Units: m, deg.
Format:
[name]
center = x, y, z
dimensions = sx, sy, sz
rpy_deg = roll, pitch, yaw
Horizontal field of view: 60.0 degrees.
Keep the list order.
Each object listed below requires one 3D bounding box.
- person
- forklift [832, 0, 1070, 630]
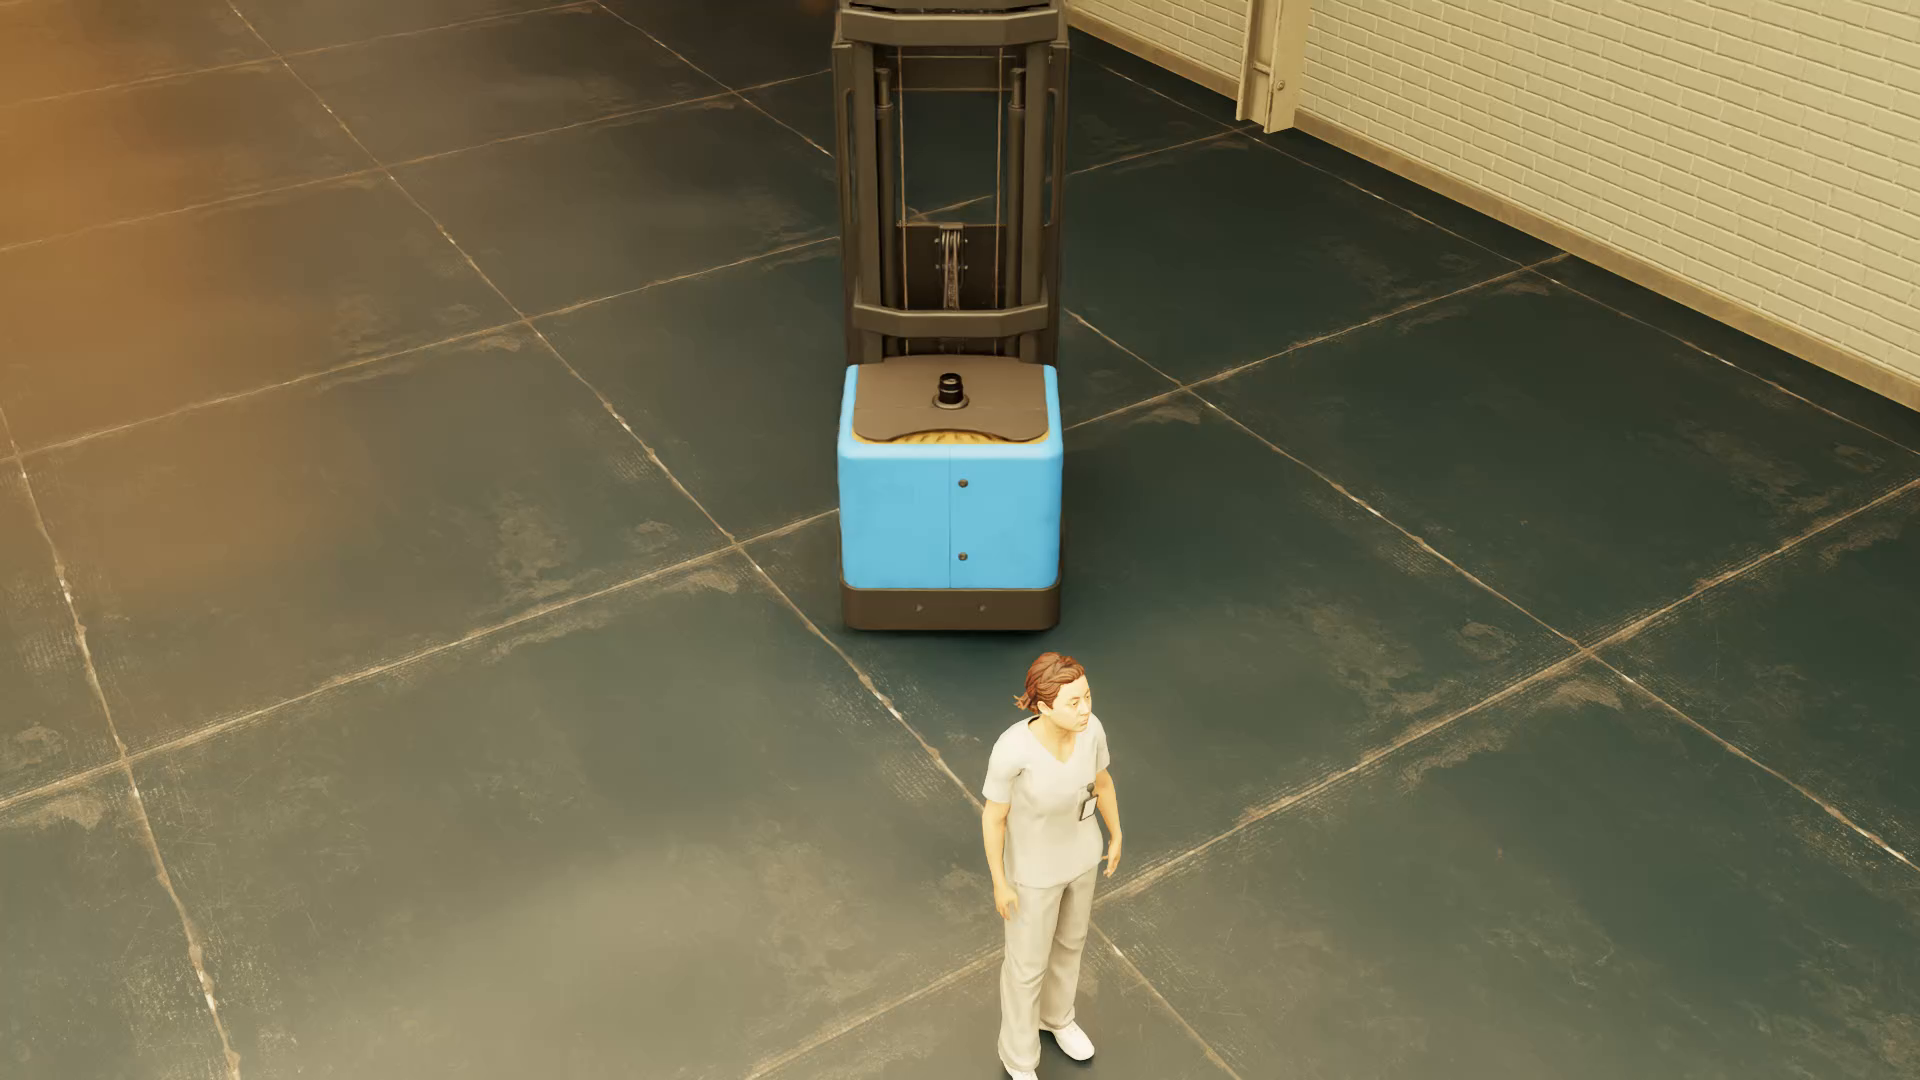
[person]
center = 0.343, 1.134, 5.614
dimensions = 0.550, 1.674, 0.549
rpy_deg = -20, 40, -26
[forklift]
center = -0.042, -1.579, 8.395
dimensions = 1.130, 2.935, 3.031
rpy_deg = 0, 35, 0
